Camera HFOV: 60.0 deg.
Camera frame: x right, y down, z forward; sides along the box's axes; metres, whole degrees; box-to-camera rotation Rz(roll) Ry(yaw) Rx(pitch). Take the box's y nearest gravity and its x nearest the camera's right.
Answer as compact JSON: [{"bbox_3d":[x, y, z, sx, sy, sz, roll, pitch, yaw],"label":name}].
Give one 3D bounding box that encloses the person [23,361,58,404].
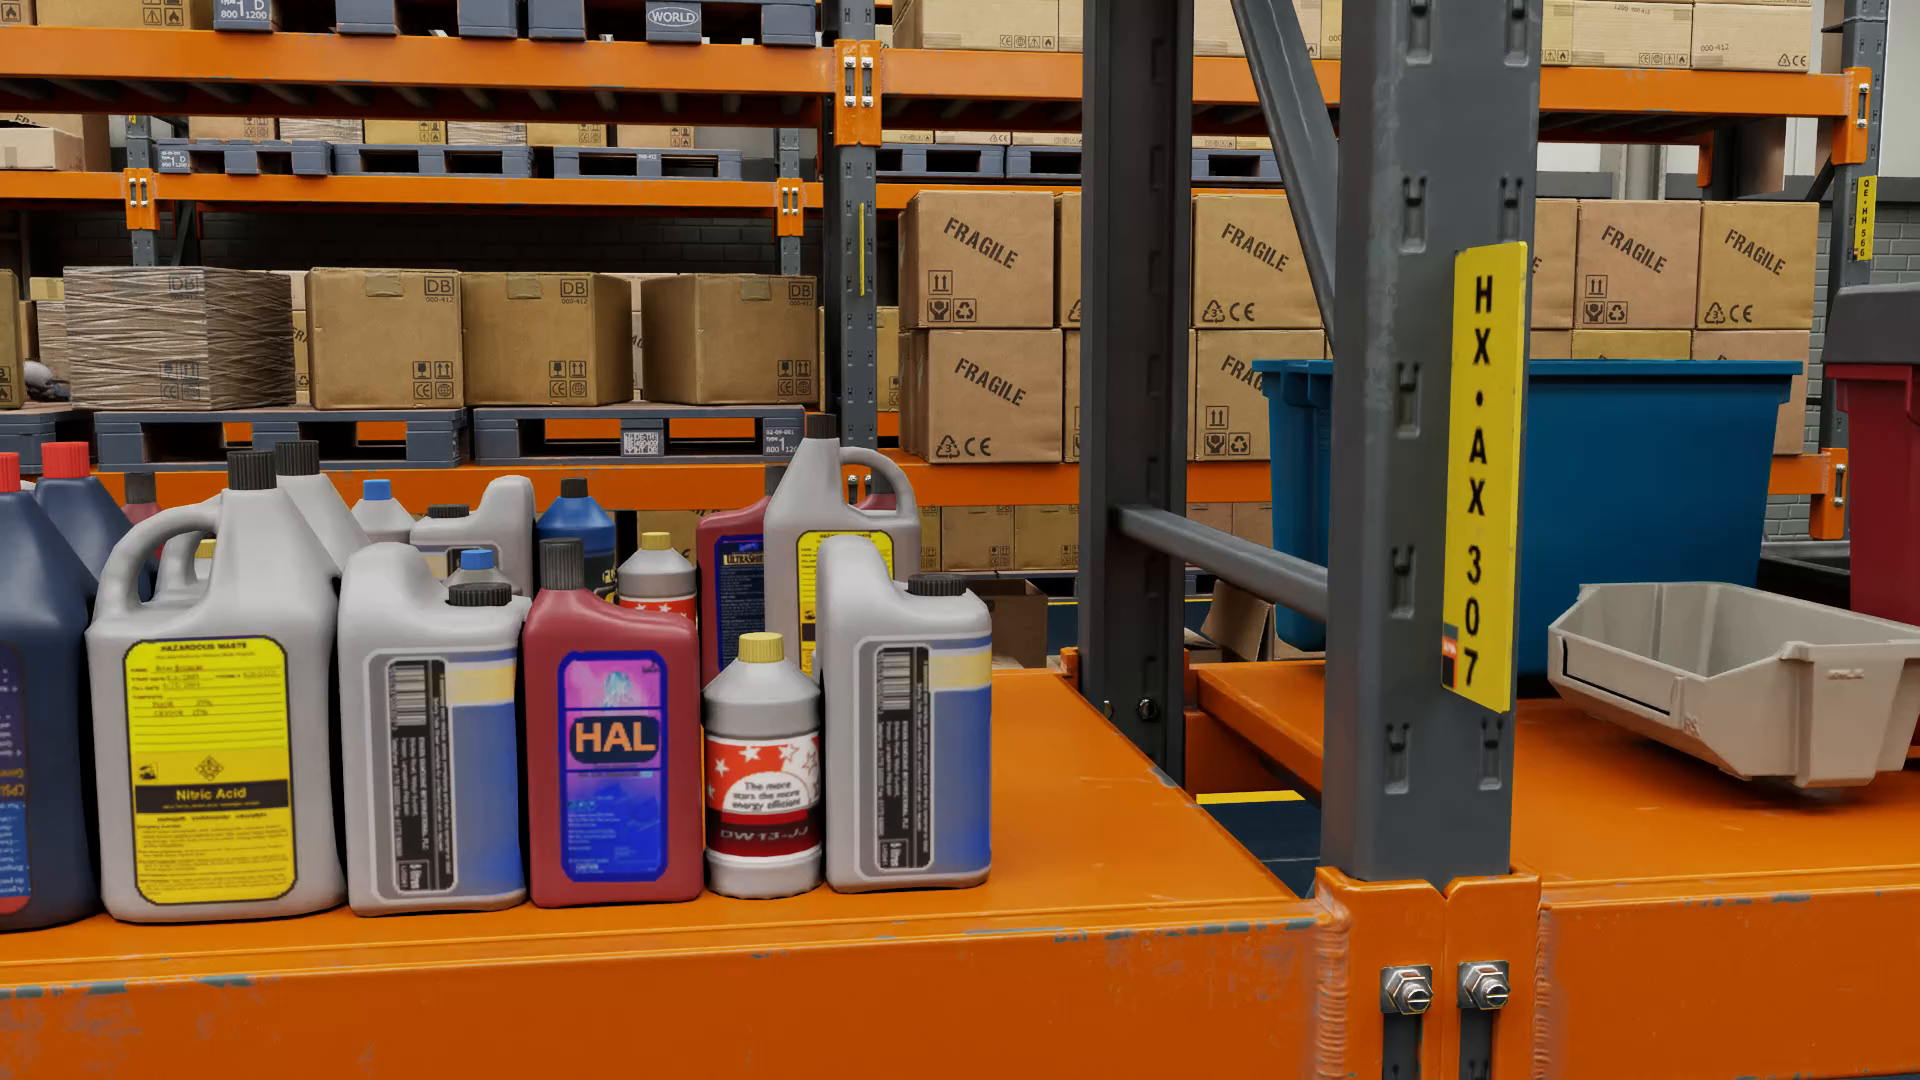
[{"bbox_3d":[-5.069,-0.162,9.126,0.788,1.634,0.483,2,7,15],"label":"person"}]
